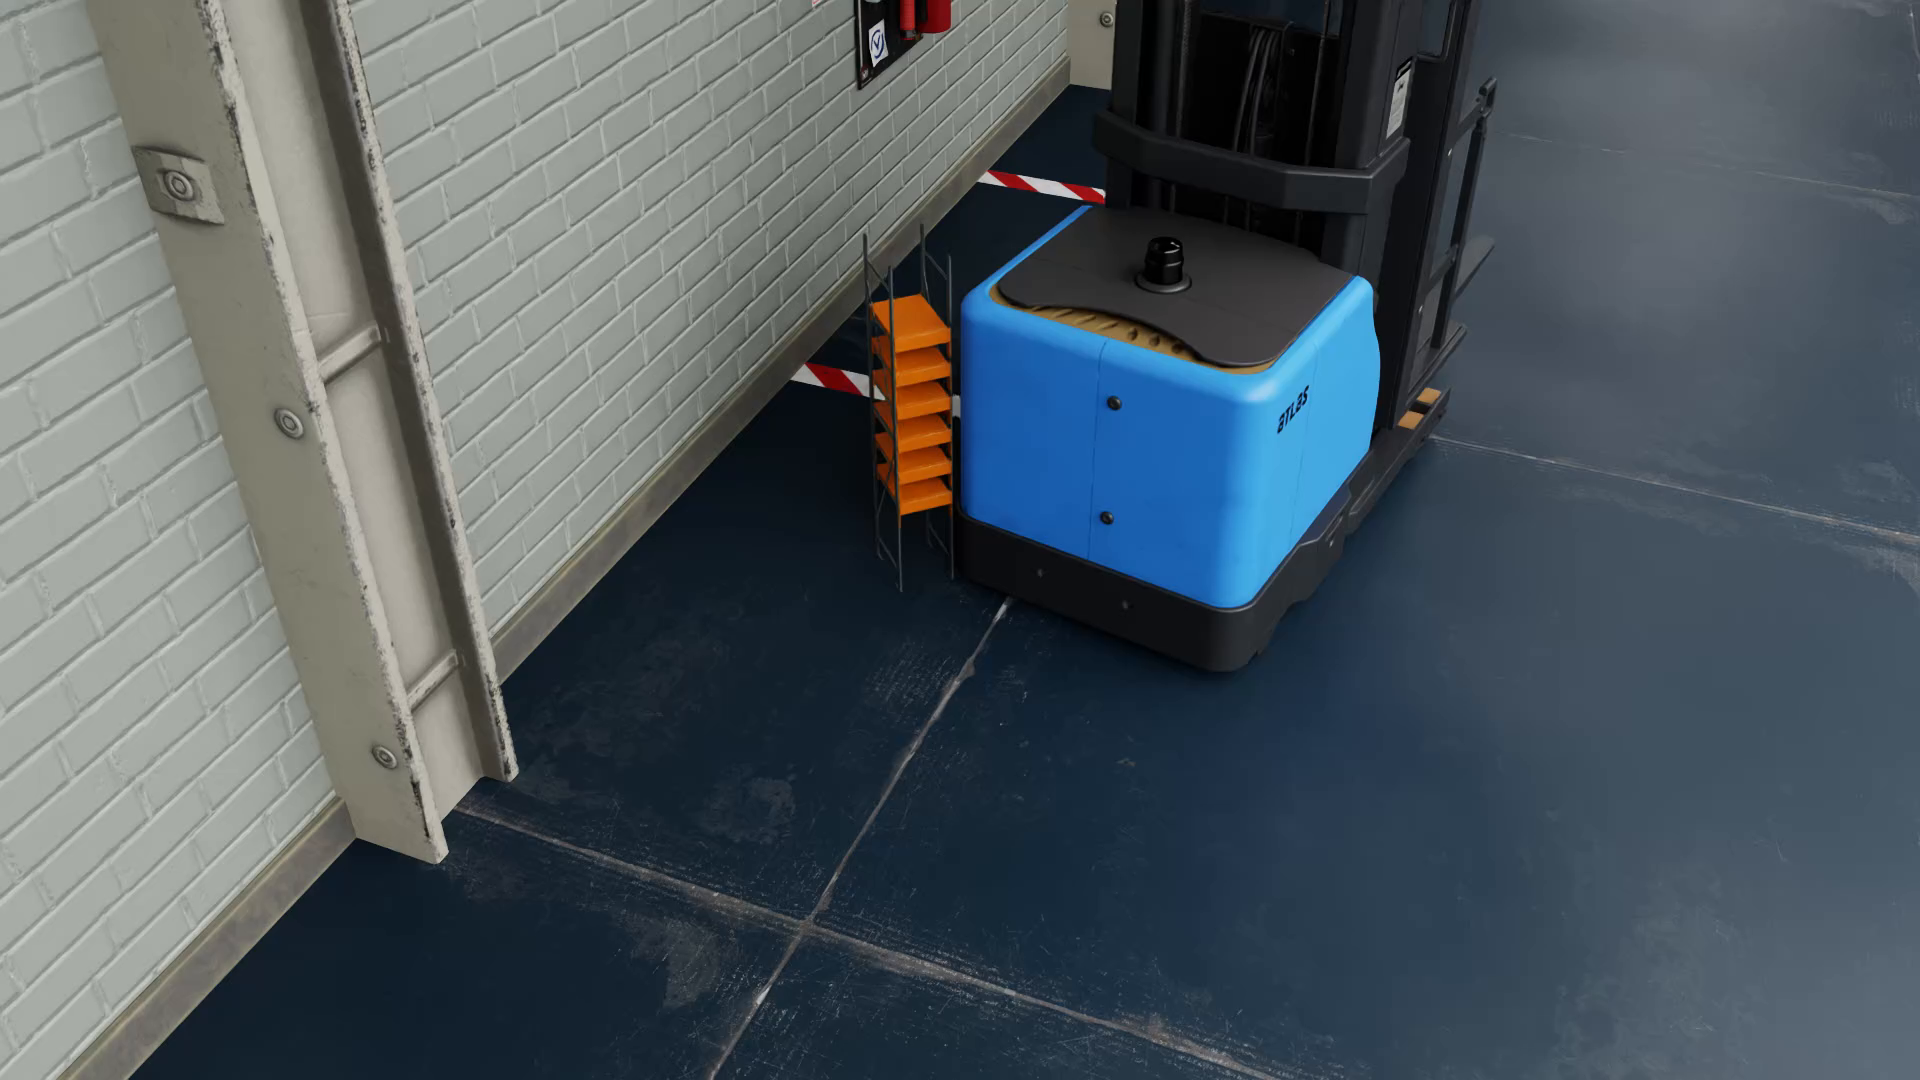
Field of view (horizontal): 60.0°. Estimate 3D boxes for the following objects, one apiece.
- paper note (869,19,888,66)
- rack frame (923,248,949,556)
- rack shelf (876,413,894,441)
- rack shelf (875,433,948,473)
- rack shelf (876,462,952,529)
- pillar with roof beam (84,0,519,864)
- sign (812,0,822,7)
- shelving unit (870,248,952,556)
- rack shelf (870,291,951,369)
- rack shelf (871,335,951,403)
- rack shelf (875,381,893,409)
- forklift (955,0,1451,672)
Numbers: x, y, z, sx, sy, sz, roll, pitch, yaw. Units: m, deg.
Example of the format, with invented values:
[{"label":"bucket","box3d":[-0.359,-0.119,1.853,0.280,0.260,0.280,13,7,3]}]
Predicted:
[{"label":"paper note","box3d":[-0.324,-1.983,6.633,0.016,0.148,0.142,14,39,18]},{"label":"rack frame","box3d":[-0.071,-0.412,5.298,0.002,1.046,0.228,-14,39,-17]},{"label":"rack shelf","box3d":[-0.156,-0.372,5.286,0.166,0.020,0.199,-14,39,-17]},{"label":"rack shelf","box3d":[-0.156,-0.282,5.353,0.171,0.034,0.221,-14,39,-17]},{"label":"rack shelf","box3d":[-0.155,-0.164,5.442,0.180,0.103,0.258,-14,39,-17]},{"label":"pillar with roof beam","box3d":[2.481,-1.878,0.746,9.100,9.000,0.400,14,39,18]},{"label":"sign","box3d":[7.911,-5.353,10.324,11.513,0.391,16.451,14,39,18]},{"label":"shelving unit","box3d":[-0.155,-0.392,5.272,0.183,1.046,0.258,-14,39,-17]},{"label":"rack shelf","box3d":[-0.157,-0.644,5.082,0.180,0.103,0.258,-14,39,-17]},{"label":"rack shelf","box3d":[-0.157,-0.548,5.154,0.180,0.103,0.258,-14,39,-17]},{"label":"rack shelf","box3d":[-0.156,-0.468,5.214,0.166,0.020,0.199,-14,39,-17]},{"label":"forklift","box3d":[1.194,-1.622,5.472,1.130,2.935,3.031,21,41,25]}]
